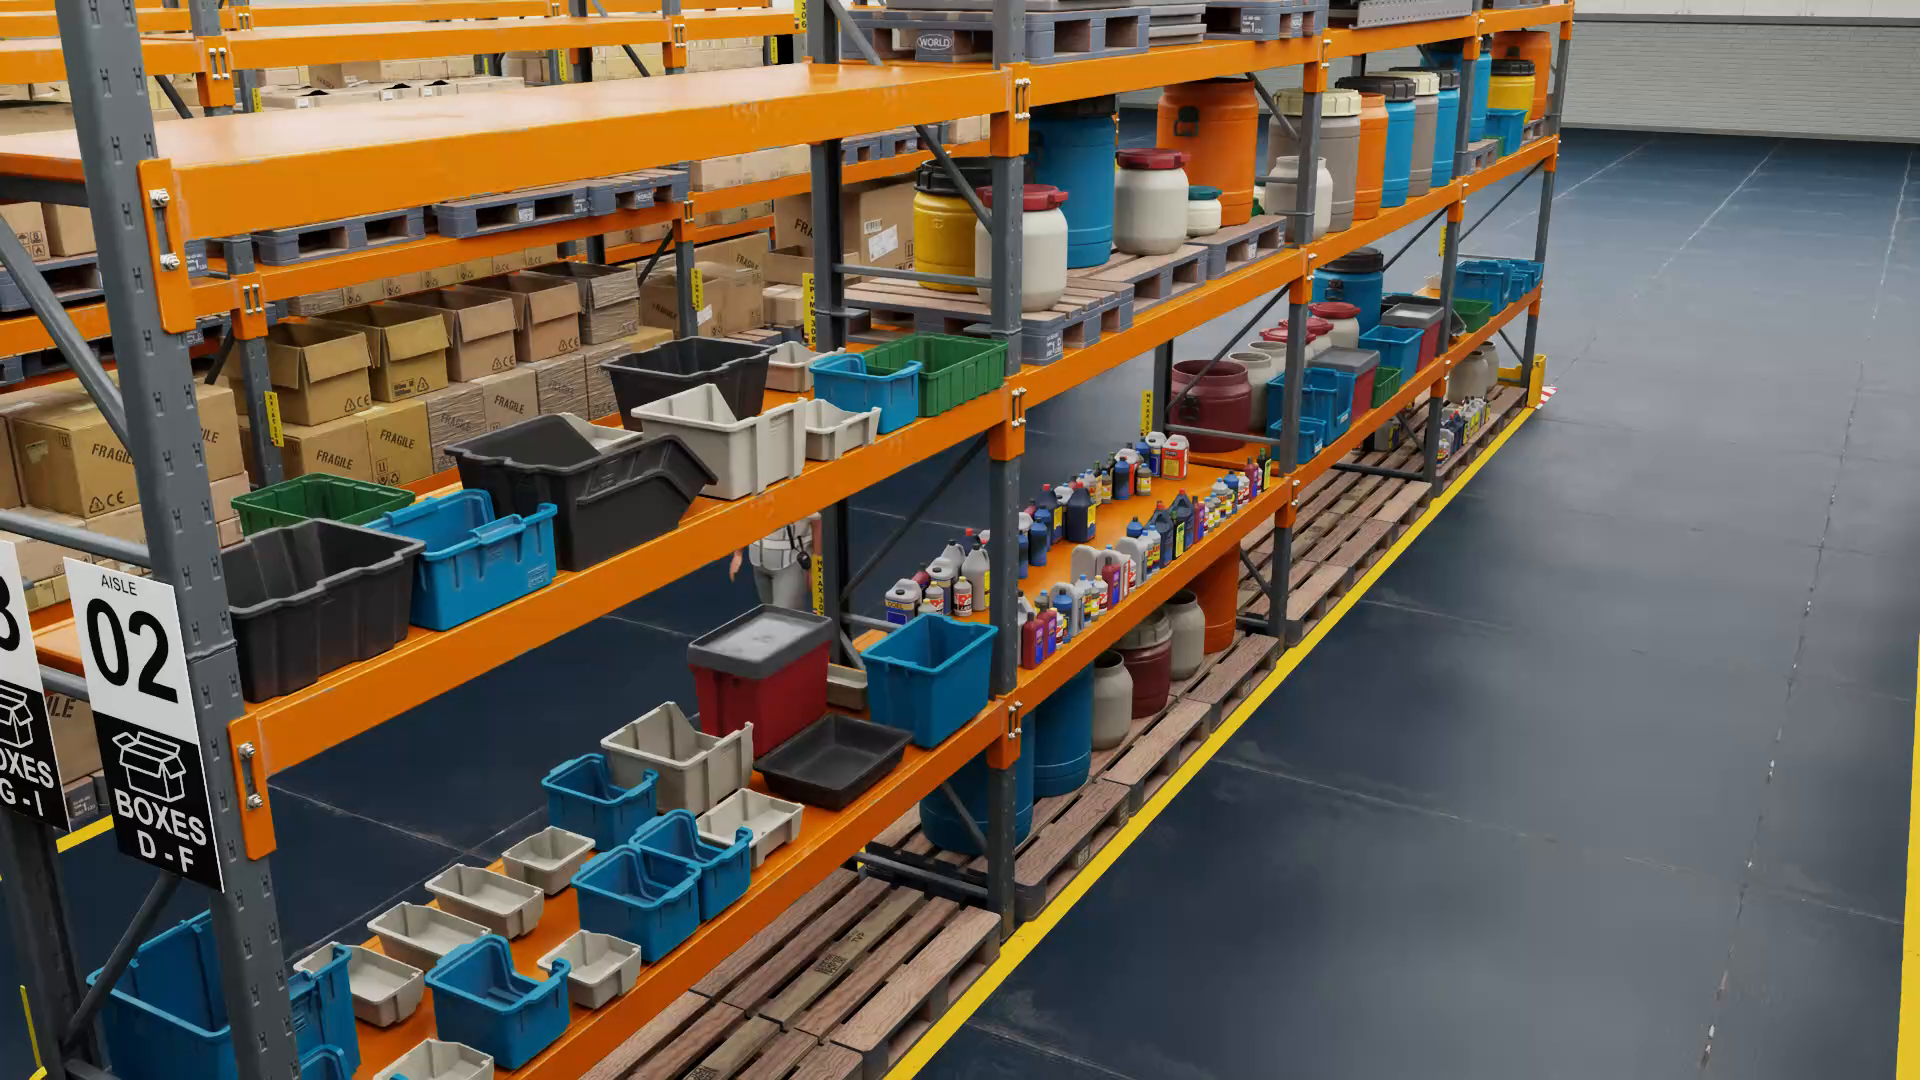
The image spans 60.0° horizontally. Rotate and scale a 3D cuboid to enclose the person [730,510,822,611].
[{"bbox_3d":[-1.175,0.153,10.594,0.573,1.725,0.787,13,23,33],"label":"person"}]
